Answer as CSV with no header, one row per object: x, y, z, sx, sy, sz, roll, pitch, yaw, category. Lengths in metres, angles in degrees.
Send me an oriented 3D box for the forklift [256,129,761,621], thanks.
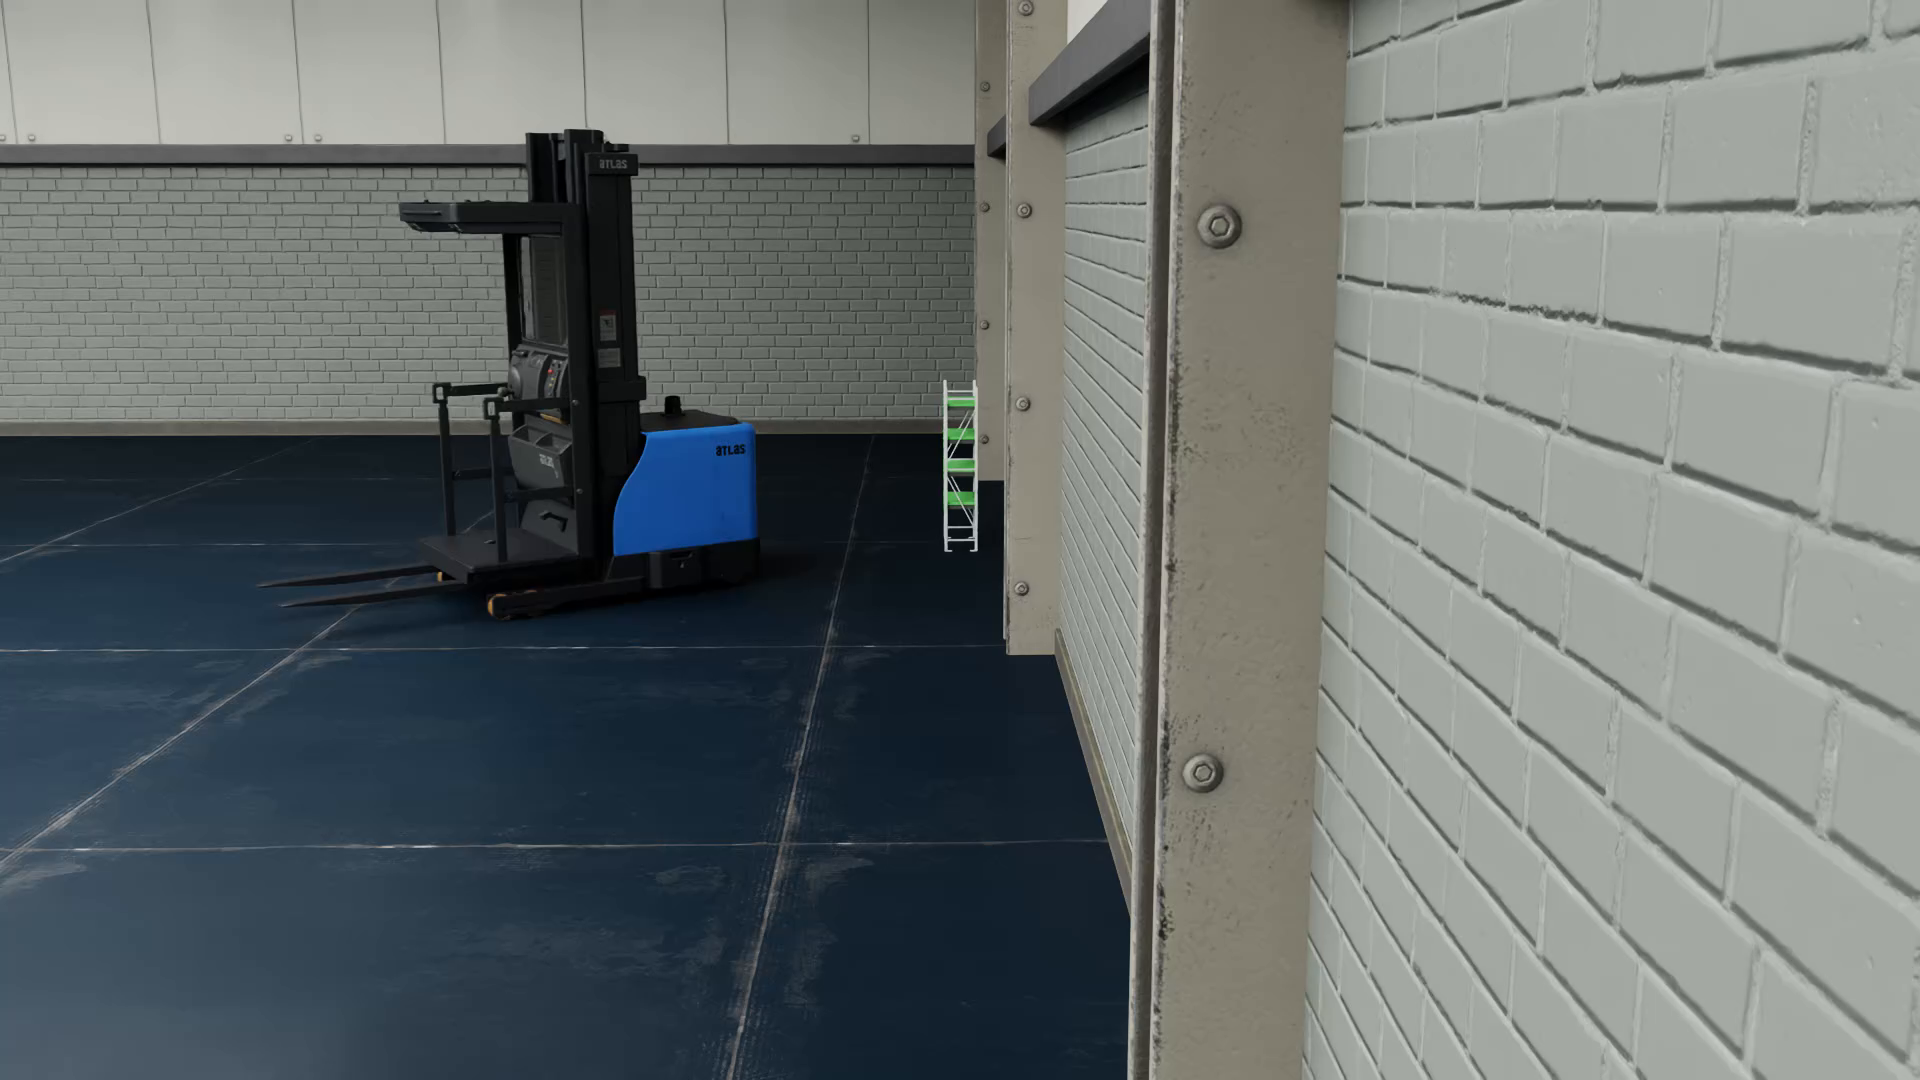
-2.840,-1.063,10.425,3.031,2.935,1.130,-8,14,-34,forklift

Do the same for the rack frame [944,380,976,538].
-0.002,-0.604,12.517,0.240,1.200,0.015,0,11,-1,rack frame

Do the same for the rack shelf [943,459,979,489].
0.003,-0.492,12.290,0.258,0.148,0.480,0,11,-1,rack shelf

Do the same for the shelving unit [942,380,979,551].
0.003,-0.555,12.278,0.258,1.200,0.503,0,11,-1,shelving unit

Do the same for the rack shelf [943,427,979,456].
0.003,-0.728,12.243,0.258,0.148,0.480,0,11,-1,rack shelf

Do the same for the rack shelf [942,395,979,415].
0.003,-0.963,12.195,0.258,0.148,0.480,0,11,-1,rack shelf

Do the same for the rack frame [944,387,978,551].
0.008,-0.507,12.039,0.240,1.200,0.015,0,11,-1,rack frame

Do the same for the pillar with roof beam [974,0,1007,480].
-4.015,-4.979,14.466,9.100,9.000,0.400,0,11,-1,pillar with roof beam

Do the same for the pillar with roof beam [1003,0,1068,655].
-3.891,-3.786,8.587,9.100,9.000,0.400,0,11,-1,pillar with roof beam

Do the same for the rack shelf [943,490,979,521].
0.003,-0.257,12.338,0.258,0.148,0.480,0,11,-1,rack shelf
